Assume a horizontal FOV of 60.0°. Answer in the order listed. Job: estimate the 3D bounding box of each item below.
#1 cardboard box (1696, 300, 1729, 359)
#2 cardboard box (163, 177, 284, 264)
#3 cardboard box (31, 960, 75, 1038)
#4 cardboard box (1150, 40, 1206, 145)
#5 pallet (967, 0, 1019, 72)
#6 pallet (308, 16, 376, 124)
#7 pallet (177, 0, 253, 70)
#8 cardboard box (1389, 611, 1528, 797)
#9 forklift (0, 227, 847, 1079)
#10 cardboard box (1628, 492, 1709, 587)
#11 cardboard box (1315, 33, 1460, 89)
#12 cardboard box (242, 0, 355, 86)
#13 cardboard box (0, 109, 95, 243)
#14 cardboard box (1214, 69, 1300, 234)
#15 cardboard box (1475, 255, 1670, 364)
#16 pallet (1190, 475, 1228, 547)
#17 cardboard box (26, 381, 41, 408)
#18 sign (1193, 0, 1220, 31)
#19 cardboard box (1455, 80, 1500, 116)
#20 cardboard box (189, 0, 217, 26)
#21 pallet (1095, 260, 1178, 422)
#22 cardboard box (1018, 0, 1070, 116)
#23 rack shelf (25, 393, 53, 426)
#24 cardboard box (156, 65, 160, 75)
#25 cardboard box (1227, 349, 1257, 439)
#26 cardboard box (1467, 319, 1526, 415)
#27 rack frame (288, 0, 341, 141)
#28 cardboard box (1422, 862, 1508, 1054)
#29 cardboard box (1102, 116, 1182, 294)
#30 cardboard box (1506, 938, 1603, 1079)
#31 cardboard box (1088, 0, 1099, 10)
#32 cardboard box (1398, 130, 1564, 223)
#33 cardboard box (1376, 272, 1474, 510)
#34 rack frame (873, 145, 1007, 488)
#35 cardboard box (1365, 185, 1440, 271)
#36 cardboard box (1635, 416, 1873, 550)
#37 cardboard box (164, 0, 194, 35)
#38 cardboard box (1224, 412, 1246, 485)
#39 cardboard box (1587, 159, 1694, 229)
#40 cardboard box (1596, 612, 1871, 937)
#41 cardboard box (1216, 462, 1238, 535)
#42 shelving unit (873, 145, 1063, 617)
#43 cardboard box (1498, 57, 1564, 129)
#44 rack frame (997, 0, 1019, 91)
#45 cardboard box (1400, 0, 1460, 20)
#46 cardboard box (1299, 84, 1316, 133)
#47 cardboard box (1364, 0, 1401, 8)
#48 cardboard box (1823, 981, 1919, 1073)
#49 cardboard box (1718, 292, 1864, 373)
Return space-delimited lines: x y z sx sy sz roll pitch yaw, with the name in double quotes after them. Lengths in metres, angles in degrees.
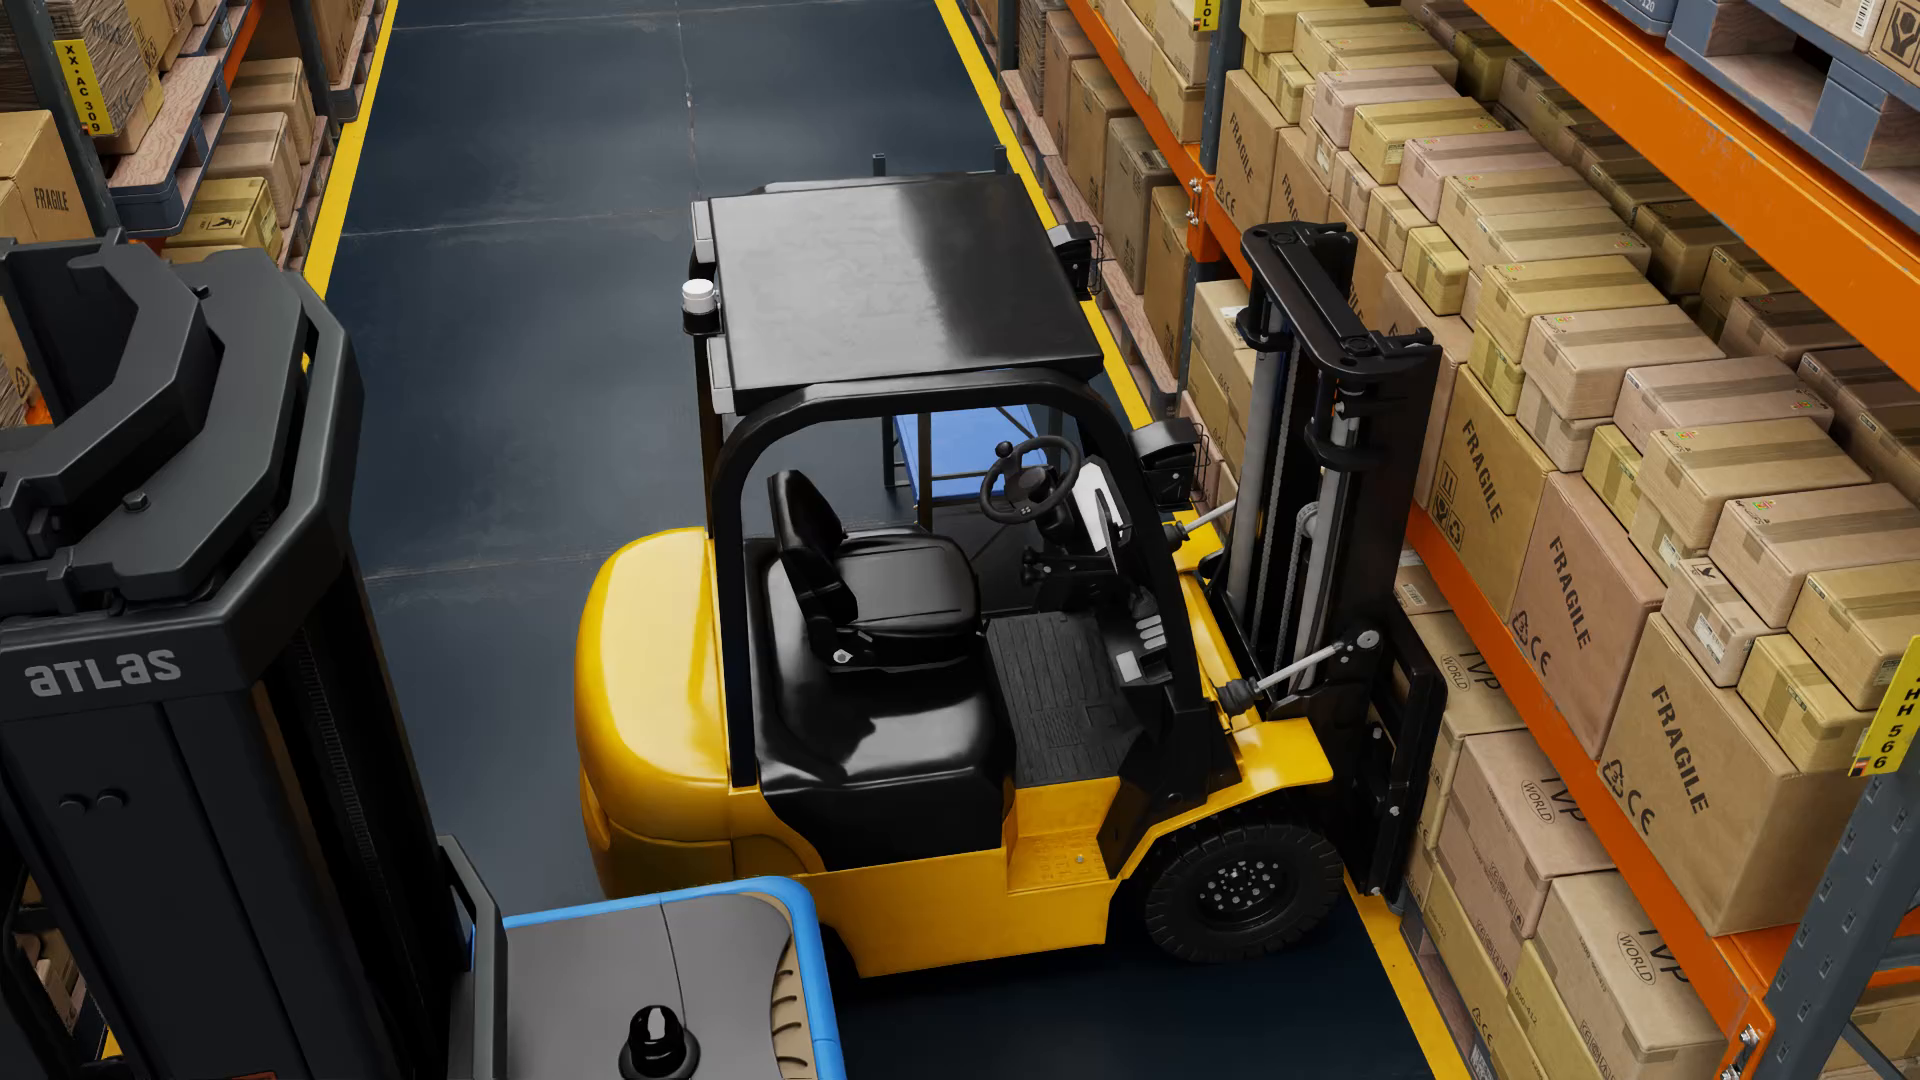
2.175 -0.532 4.380 0.380 0.149 0.250 -5 38 -6 "cardboard box"
-3.800 -1.398 7.903 0.950 0.372 0.625 -5 38 -6 "cardboard box"
-2.702 1.411 4.388 0.500 0.250 0.500 -5 38 -6 "cardboard box"
1.088 -1.852 6.812 0.500 0.250 0.500 -5 38 -7 "cardboard box"
0.639 -3.405 10.961 1.003 0.211 1.213 -6 38 -8 "pallet"
-4.218 -2.898 10.309 1.003 0.211 1.213 -6 38 -8 "pallet"
-3.766 -2.248 7.355 1.003 0.211 1.213 -6 38 -8 "pallet"
1.554 0.450 4.810 0.500 0.250 0.500 -6 38 -7 "cardboard box"
-1.729 0.958 3.128 3.031 2.935 1.130 -7 38 -9 "forklift"
1.739 -0.009 3.706 0.380 0.149 0.250 -6 38 -7 "cardboard box"
1.386 -1.523 5.412 0.380 0.149 0.250 -7 38 -9 "cardboard box"
-4.193 -3.268 9.901 0.875 0.875 0.875 -7 38 -8 "cardboard box"
-3.130 -1.015 5.287 0.500 0.500 0.500 -7 38 -9 "cardboard box"
1.255 -1.379 5.998 0.500 0.500 0.500 -7 38 -9 "cardboard box"
1.542 -0.586 4.207 0.380 0.149 0.250 -6 38 -7 "cardboard box"
1.532 -0.049 6.641 1.003 0.211 1.213 -6 38 -8 "pallet"
-3.076 -0.523 5.183 0.380 0.149 0.250 -6 38 -8 "cardboard box"
0.901 -1.997 5.996 0.100 0.325 0.005 -6 38 -8 "sign"
1.859 -1.456 5.569 0.380 0.149 0.250 -5 38 -7 "cardboard box"
-3.439 -2.324 7.159 0.380 0.149 0.250 -5 38 -6 "cardboard box"
1.266 -0.975 7.833 1.003 0.211 1.213 -6 38 -8 "pallet"
0.828 -2.901 9.633 0.875 0.625 0.625 -5 38 -7 "cardboard box"
-3.102 0.393 4.386 1.077 0.370 4.000 -6 38 -8 "rack shelf"
-3.398 -1.848 6.547 0.380 0.149 0.250 -4 38 -5 "cardboard box"
1.289 -0.474 6.000 0.500 0.250 0.500 -6 38 -8 "cardboard box"
1.550 -0.466 4.295 0.380 0.149 0.250 -6 38 -8 "cardboard box"
-4.154 -3.515 8.830 1.000 3.000 0.127 -6 38 -8 "rack frame"
1.664 1.149 4.724 0.500 0.250 0.500 -6 38 -8 "cardboard box"
1.203 -1.647 8.018 0.875 0.625 0.625 -7 38 -8 "cardboard box"
1.742 1.243 4.197 0.500 0.250 0.500 -7 38 -9 "cardboard box"
0.839 -2.770 7.992 0.500 0.250 0.500 -5 38 -6 "cardboard box"
1.502 -1.054 4.810 0.380 0.149 0.250 -6 38 -8 "cardboard box"
1.519 -0.454 4.808 0.500 0.500 0.500 -6 38 -8 "cardboard box"
-0.074 -0.848 6.619 0.500 1.500 0.032 -6 38 -8 "rack frame"
1.427 -0.934 4.897 0.380 0.149 0.250 -7 38 -9 "cardboard box"
1.718 -0.127 3.616 0.380 0.149 0.250 -5 38 -7 "cardboard box"
-3.414 -2.339 6.649 0.500 0.500 0.500 -6 38 -8 "cardboard box"
1.305 -0.283 6.161 0.500 0.250 0.500 -6 38 -8 "cardboard box"
1.994 -0.955 4.681 0.380 0.149 0.250 -5 38 -7 "cardboard box"
1.790 0.472 3.616 0.500 0.500 0.500 -7 38 -9 "cardboard box"
1.297 -0.082 6.310 0.500 0.250 0.500 -7 38 -9 "cardboard box"
0.015 -0.541 6.224 0.538 1.500 1.048 -6 38 -8 "shelving unit"
1.956 -1.429 5.292 0.380 0.149 0.250 -7 38 -9 "cardboard box"
0.733 -4.051 9.520 1.000 3.000 0.127 -6 38 -8 "rack frame"
1.787 -1.888 5.883 0.380 0.149 0.250 -6 38 -8 "cardboard box"
1.351 -1.400 5.496 0.380 0.149 0.250 -6 38 -8 "cardboard box"
1.583 -2.166 6.483 0.380 0.149 0.250 -7 38 -9 "cardboard box"
2.237 0.995 4.108 0.500 0.250 0.500 -7 38 -9 "cardboard box"
2.114 -0.485 4.077 0.380 0.149 0.250 -5 38 -7 "cardboard box"
